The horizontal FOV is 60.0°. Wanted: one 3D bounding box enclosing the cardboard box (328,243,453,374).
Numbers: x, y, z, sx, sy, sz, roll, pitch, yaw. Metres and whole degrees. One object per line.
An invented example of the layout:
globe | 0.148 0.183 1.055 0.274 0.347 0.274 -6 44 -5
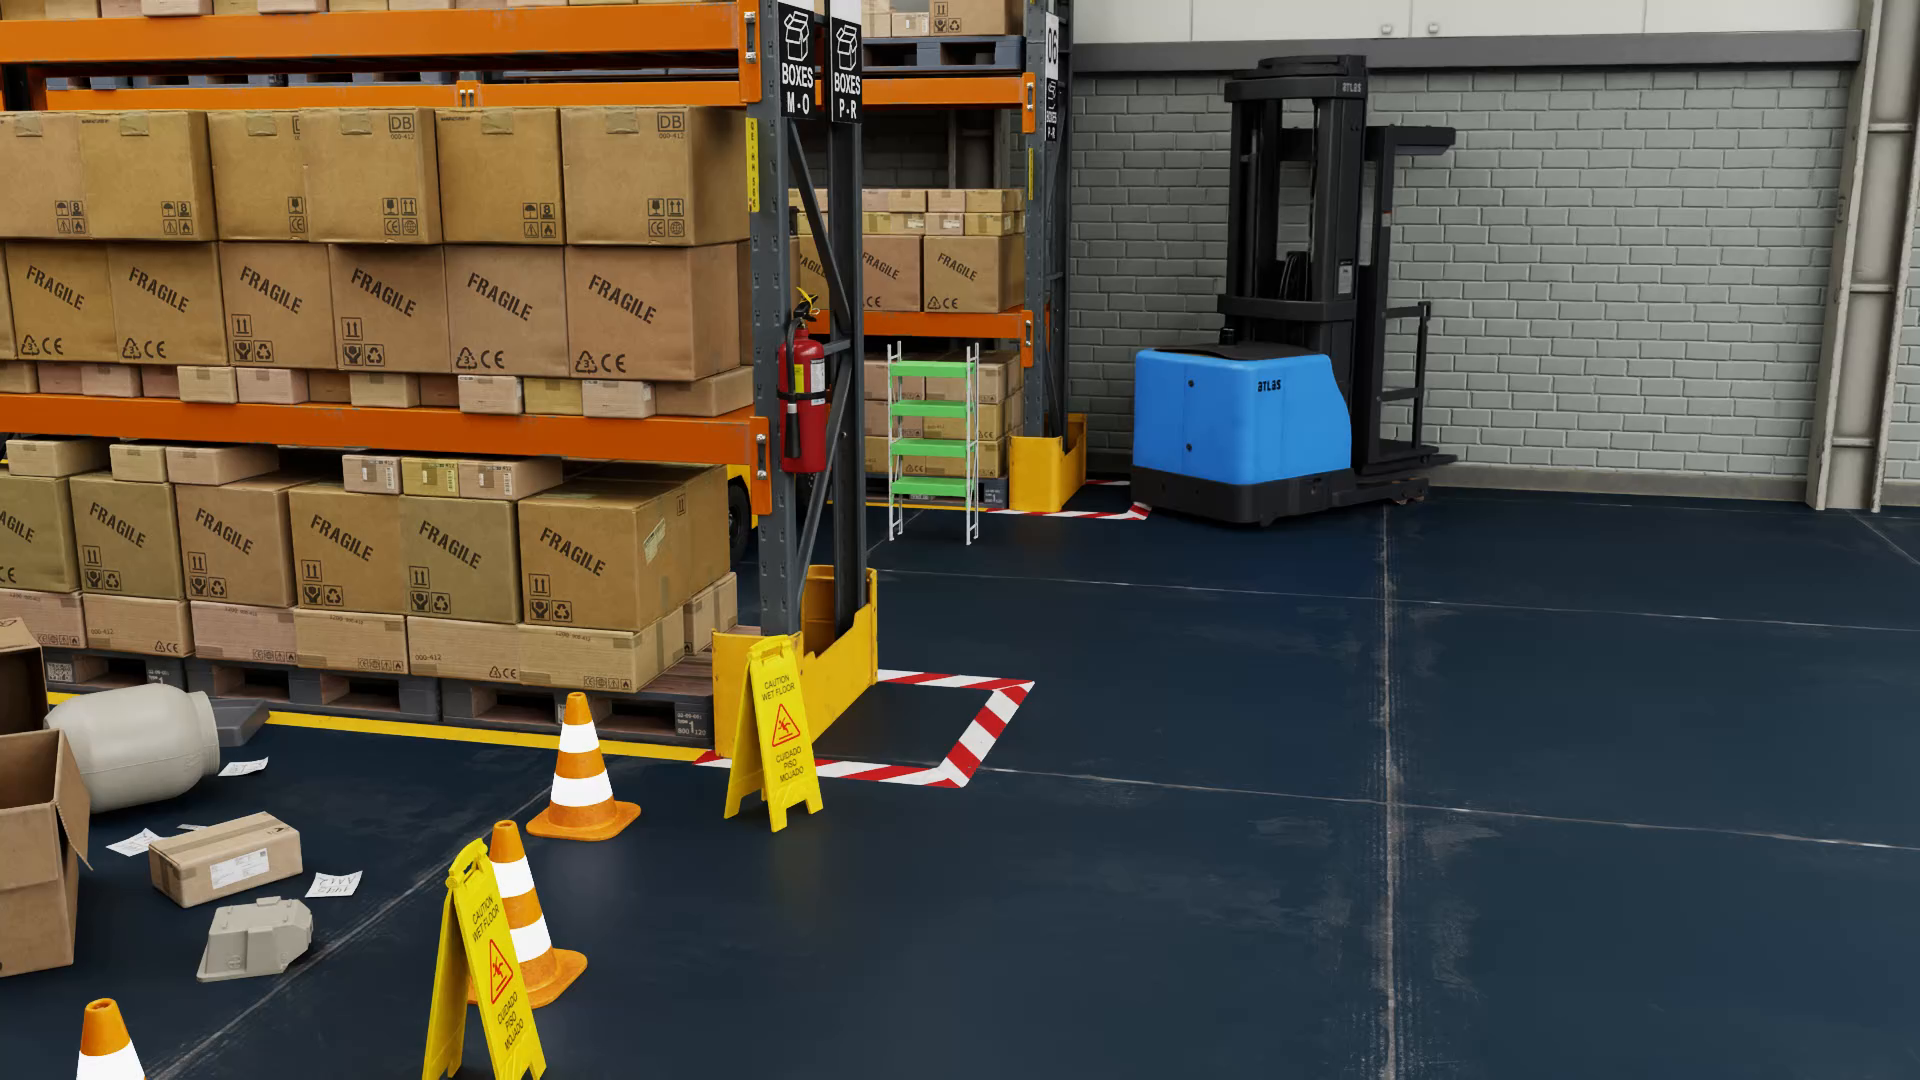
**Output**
cardboard box | -2.149 -0.950 6.672 0.500 0.500 0.500 3 13 13

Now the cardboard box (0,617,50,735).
cardboard box | -3.756 0.621 6.274 0.500 0.500 0.500 -9 15 -35

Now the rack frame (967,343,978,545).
rack frame | 0.076 -0.582 10.085 0.015 1.200 0.240 3 13 14

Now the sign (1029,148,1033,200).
sign | 0.456 -2.344 10.651 0.005 0.325 0.100 3 13 14

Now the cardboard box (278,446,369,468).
cardboard box | -2.841 -0.142 7.595 0.500 0.500 0.500 4 13 17

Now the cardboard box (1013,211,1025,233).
cardboard box | 0.332 -2.214 11.558 0.250 0.149 0.380 3 13 12

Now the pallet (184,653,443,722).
pallet | -2.621 0.512 7.439 1.213 0.211 1.003 3 13 14

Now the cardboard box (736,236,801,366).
cardboard box | -0.980 -1.009 6.939 0.500 0.500 0.500 3 13 13

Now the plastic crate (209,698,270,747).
plastic crate | -3.142 0.740 6.715 0.583 0.080 0.402 -1 13 -6

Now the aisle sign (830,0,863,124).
aisle sign | -0.452 -2.063 6.606 0.004 0.787 0.394 3 13 14

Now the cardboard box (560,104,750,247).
cardboard box | -1.135 -1.395 6.369 0.500 0.500 0.700 3 13 12

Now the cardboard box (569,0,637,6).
cardboard box | -1.249 -2.039 6.156 0.250 0.149 0.380 3 13 14

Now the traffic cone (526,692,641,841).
traffic cone | -1.313 0.755 5.761 0.334 0.463 0.336 3 13 14

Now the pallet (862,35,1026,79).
pallet | -0.081 -3.239 11.188 1.213 0.211 1.003 3 13 14

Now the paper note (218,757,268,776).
paper note | -2.713 0.857 6.301 0.148 0.019 0.142 -1 13 -6

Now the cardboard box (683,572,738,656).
cardboard box | -1.303 0.305 7.311 0.500 0.250 0.500 3 13 13

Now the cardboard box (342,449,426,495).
cardboard box | -2.298 -0.297 6.796 0.250 0.149 0.380 4 13 16

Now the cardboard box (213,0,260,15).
cardboard box | -2.727 -2.133 6.578 0.250 0.149 0.380 3 13 14

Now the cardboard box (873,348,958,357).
cardboard box | -0.308 -1.217 11.863 0.500 0.250 0.500 3 13 14

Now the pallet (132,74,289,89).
pallet | -5.401 -3.490 12.547 1.213 0.211 1.003 4 13 16

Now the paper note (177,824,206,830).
paper note | -2.639 0.993 5.737 0.123 0.001 0.032 3 13 14

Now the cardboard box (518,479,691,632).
cardboard box | -1.427 0.052 6.719 0.500 0.500 0.500 3 13 14

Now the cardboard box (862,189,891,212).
cardboard box | -0.530 -2.304 11.277 0.250 0.149 0.380 3 13 14

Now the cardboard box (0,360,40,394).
cardboard box | -3.983 -0.731 7.183 0.250 0.149 0.380 3 13 15

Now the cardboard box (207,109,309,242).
cardboard box | -2.595 -1.483 6.765 0.500 0.500 0.700 3 13 13

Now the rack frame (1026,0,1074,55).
rack frame | 0.599 -4.705 10.664 0.127 3.000 1.000 3 13 14

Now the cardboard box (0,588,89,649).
cardboard box | -3.962 0.285 7.402 0.500 0.250 0.500 2 13 11

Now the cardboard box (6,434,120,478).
cardboard box | -3.855 -0.379 7.164 0.250 0.149 0.380 3 13 14

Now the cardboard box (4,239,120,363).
cardboard box | -3.617 -1.031 7.038 0.500 0.500 0.500 3 13 13

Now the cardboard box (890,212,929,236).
cardboard box | -0.297 -2.134 11.198 0.250 0.149 0.380 3 13 15

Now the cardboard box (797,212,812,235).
cardboard box | -1.056 -2.162 11.325 0.250 0.149 0.380 3 13 14

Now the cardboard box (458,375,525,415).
cardboard box | -1.774 -0.598 6.586 0.250 0.149 0.380 3 13 15

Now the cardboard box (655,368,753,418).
cardboard box | -1.001 -0.584 6.520 0.250 0.149 0.380 4 13 15

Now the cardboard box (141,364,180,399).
cardboard box | -3.220 -0.696 7.026 0.250 0.149 0.380 3 13 13

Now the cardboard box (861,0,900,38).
cardboard box | -0.524 -3.421 10.912 0.258 0.266 0.396 3 13 14

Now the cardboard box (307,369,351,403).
cardboard box | -2.480 -0.667 6.896 0.250 0.149 0.380 3 13 14

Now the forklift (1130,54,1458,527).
forklift | 2.604 -1.749 11.350 3.031 2.935 1.130 -10 16 -37

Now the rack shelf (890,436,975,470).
rack shelf | -0.161 -0.532 10.156 0.480 0.148 0.258 3 13 14

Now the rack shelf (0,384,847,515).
rack shelf | -2.528 -0.485 7.154 4.000 0.370 1.077 3 13 14

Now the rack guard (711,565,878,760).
rack guard | -0.660 0.484 6.896 0.348 0.500 1.175 3 13 14

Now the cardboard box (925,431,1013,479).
cardboard box | 0.067 -0.597 11.376 0.500 0.250 0.500 3 13 14

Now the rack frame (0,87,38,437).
rack frame | -7.168 -2.191 13.185 0.127 3.000 1.000 3 13 14

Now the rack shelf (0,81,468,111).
rack shelf | -5.226 -3.201 12.470 4.000 0.370 1.077 3 13 14

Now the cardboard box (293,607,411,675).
cardboard box | -2.446 0.365 7.040 0.500 0.250 0.500 3 13 12

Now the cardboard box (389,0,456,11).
cardboard box | -1.982 -2.091 6.386 0.250 0.149 0.380 3 13 13

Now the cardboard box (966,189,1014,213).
cardboard box | 0.201 -2.261 11.084 0.250 0.149 0.380 3 13 14

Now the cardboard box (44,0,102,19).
cardboard box | -3.485 -2.177 6.777 0.250 0.149 0.380 3 13 15

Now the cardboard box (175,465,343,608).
cardboard box | -2.936 -0.028 7.084 0.500 0.500 0.500 4 13 16

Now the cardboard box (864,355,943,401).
cardboard box | -0.420 -1.110 11.383 0.500 0.250 0.500 3 13 15

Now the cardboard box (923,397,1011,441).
cardboard box | 0.052 -0.842 11.329 0.500 0.250 0.500 3 13 13

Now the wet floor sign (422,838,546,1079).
wet floor sign | -1.172 1.049 4.017 0.232 0.644 0.267 1 13 4

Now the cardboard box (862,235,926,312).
cardboard box | -0.443 -1.824 11.299 0.500 0.500 0.500 3 13 15

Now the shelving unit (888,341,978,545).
shelving unit | -0.161 -0.594 10.142 0.503 1.200 0.258 3 13 14
